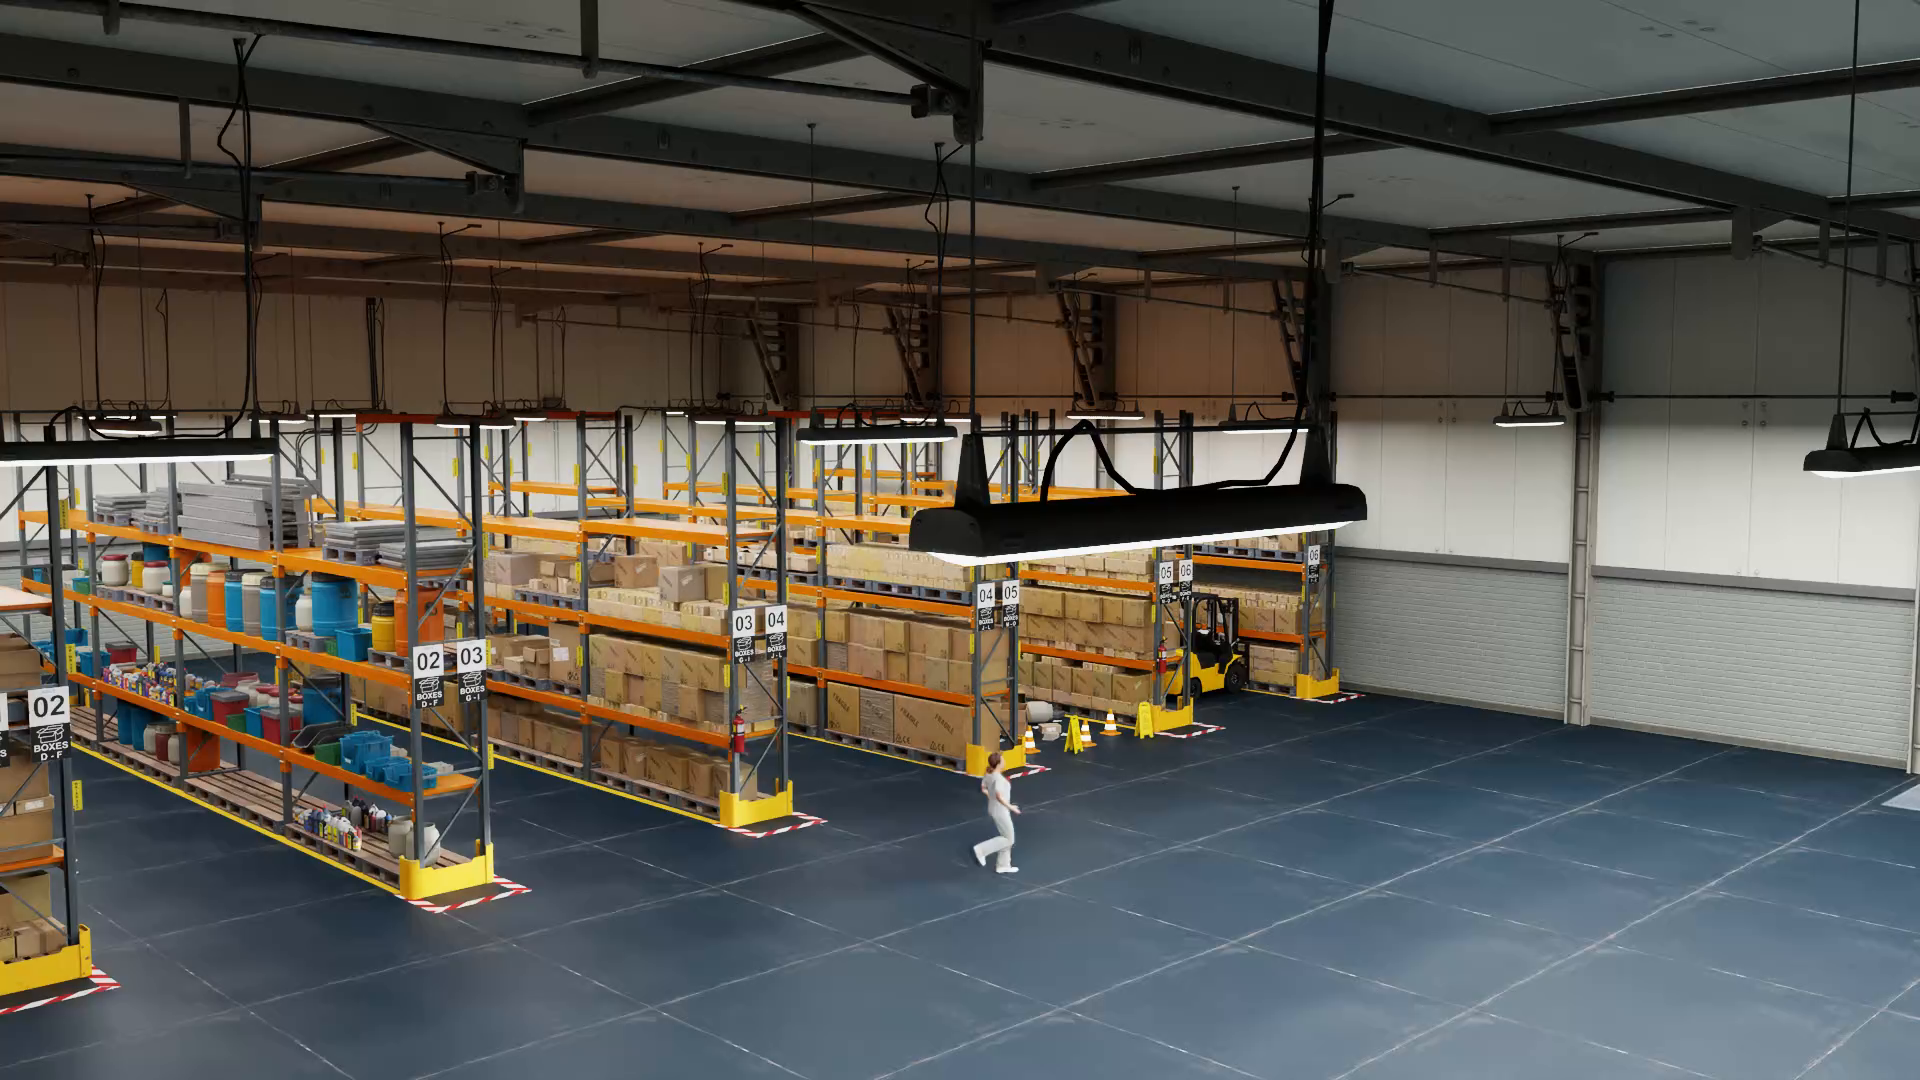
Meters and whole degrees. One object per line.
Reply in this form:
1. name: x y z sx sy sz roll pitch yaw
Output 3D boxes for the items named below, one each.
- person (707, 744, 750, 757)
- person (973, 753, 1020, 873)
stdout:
1. person: -4.120 2.877 29.259 1.007 1.798 0.714 4 6 38
2. person: 0.457 3.654 21.986 0.657 1.555 0.574 -2 5 -21
